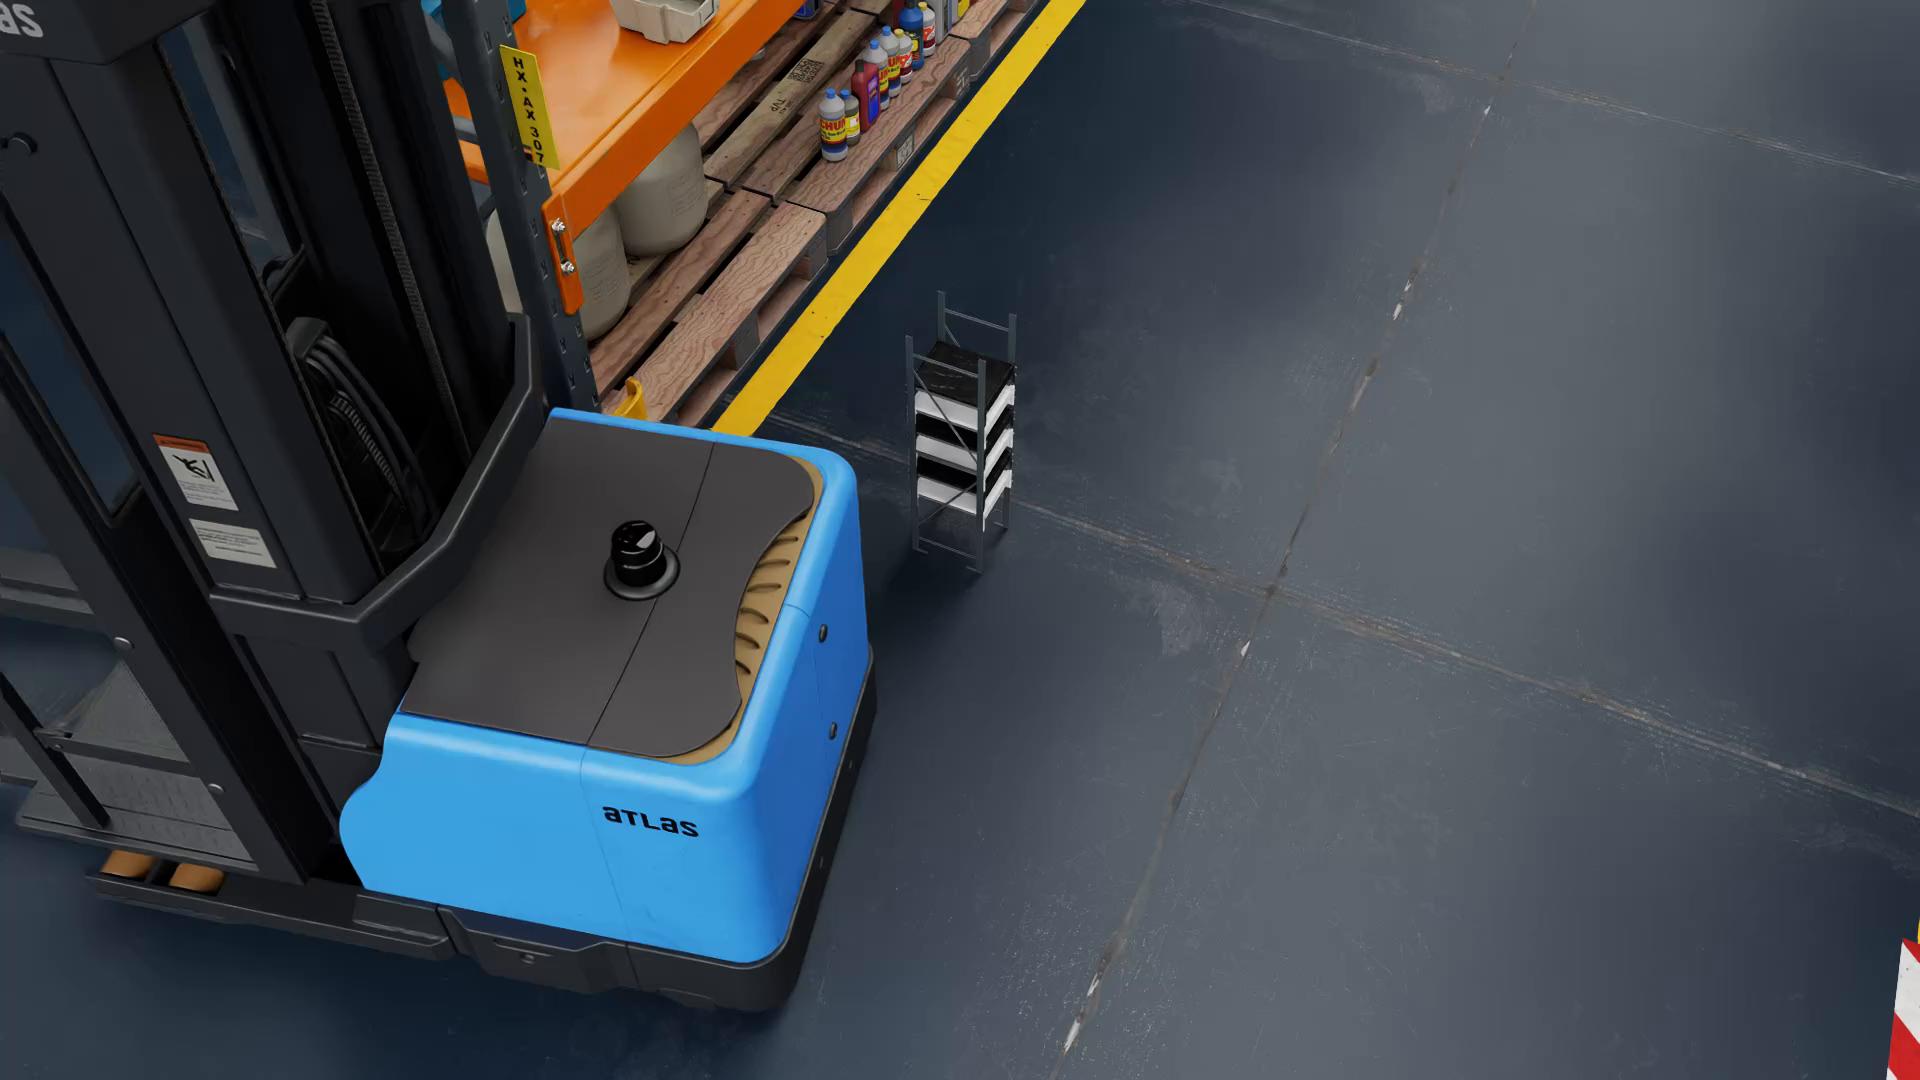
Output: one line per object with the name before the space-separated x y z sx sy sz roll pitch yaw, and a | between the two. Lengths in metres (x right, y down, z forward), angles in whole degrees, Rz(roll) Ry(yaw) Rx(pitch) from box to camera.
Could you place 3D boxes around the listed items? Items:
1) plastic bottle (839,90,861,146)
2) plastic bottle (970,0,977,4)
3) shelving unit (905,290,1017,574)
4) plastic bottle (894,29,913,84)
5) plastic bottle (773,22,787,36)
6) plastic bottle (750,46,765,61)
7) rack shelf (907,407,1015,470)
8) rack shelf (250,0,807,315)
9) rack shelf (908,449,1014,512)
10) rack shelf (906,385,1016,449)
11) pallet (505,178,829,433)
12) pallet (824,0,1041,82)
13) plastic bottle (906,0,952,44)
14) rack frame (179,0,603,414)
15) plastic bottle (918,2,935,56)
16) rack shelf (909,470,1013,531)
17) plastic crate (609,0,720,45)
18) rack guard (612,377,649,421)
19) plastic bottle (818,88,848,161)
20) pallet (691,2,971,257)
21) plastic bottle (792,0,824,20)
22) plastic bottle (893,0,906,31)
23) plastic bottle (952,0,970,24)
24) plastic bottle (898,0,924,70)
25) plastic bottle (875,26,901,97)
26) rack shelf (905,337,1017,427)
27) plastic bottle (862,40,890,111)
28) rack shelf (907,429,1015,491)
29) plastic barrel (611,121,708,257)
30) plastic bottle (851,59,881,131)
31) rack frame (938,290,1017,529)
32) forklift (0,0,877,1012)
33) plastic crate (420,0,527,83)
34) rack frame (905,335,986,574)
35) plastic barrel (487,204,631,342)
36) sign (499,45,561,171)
plastic bottle | -0.421 -1.576 6.170 0.097 0.201 0.097 0 50 0
plastic bottle | 0.059 -2.343 6.769 0.061 0.283 0.133 23 53 18
shelving unit | 0.003 -0.297 4.912 0.258 0.900 0.210 20 52 16
plastic bottle | -0.234 -1.877 6.427 0.097 0.201 0.097 0 50 0
plastic bottle | -0.747 -2.131 6.642 0.097 0.201 0.097 0 50 0
plastic bottle | -0.821 -1.997 6.528 0.097 0.201 0.097 0 50 0
rack shelf | 0.003 -0.334 4.869 0.258 0.077 0.200 20 52 16
rack shelf | -0.667 -2.266 5.681 1.077 0.370 4.000 20 52 16
rack shelf | 0.003 -0.217 5.006 0.258 0.077 0.200 20 52 16
rack shelf | 0.003 -0.392 4.800 0.258 0.077 0.200 20 52 16
pallet | -1.180 -0.843 5.829 1.003 0.211 1.213 20 52 16
pallet | -0.138 -2.523 7.259 1.003 0.211 1.213 20 52 16
plastic bottle | -0.120 -2.133 6.595 0.152 0.276 0.135 21 53 17
rack frame | -1.522 -1.122 4.235 1.000 3.000 0.127 20 52 16
plastic bottle | -0.146 -2.019 6.547 0.097 0.201 0.097 0 50 0
rack shelf | 0.003 -0.159 5.075 0.258 0.077 0.200 20 52 16
plastic crate | -0.849 -1.548 4.770 0.298 0.136 0.250 20 52 16
rack guard | -1.532 -0.379 5.244 1.175 0.500 0.348 20 52 16
plastic bottle | -0.465 -1.527 6.082 0.097 0.271 0.097 0 50 0
pallet | -0.657 -1.680 6.541 1.003 0.211 1.213 20 52 16
plastic bottle | -0.651 -2.261 6.704 0.152 0.276 0.135 20 52 16
plastic bottle | -0.217 -2.170 6.622 0.061 0.283 0.133 20 52 16
plastic bottle | -0.047 -2.268 6.661 0.144 0.351 0.185 19 52 16
plastic bottle | -0.190 -1.971 6.461 0.097 0.271 0.097 0 50 0
plastic bottle | -0.276 -1.832 6.342 0.097 0.271 0.097 0 50 0
rack shelf | 0.003 -0.451 4.732 0.258 0.077 0.200 20 52 16
plastic bottle | -0.319 -1.763 6.283 0.097 0.271 0.097 0 50 0
rack shelf | 0.003 -0.276 4.937 0.258 0.077 0.200 20 52 16
plastic barrel | -1.096 -1.275 5.723 0.421 0.512 0.421 0 50 0
plastic bottle | -0.352 -1.681 6.205 0.061 0.283 0.133 21 53 17
rack frame | 0.047 -0.367 4.972 0.240 0.900 0.006 20 52 16
forklift | -1.807 -0.338 3.613 3.031 2.935 1.130 9 50 8
plastic crate | -1.578 -1.515 4.668 0.499 0.251 0.616 20 52 16
rack frame | -0.040 -0.227 4.852 0.240 0.900 0.006 20 52 16
plastic barrel | -1.310 -0.929 5.429 0.421 0.512 0.421 0 50 0
sign | -1.026 -1.029 3.975 0.100 0.325 0.005 20 52 16
